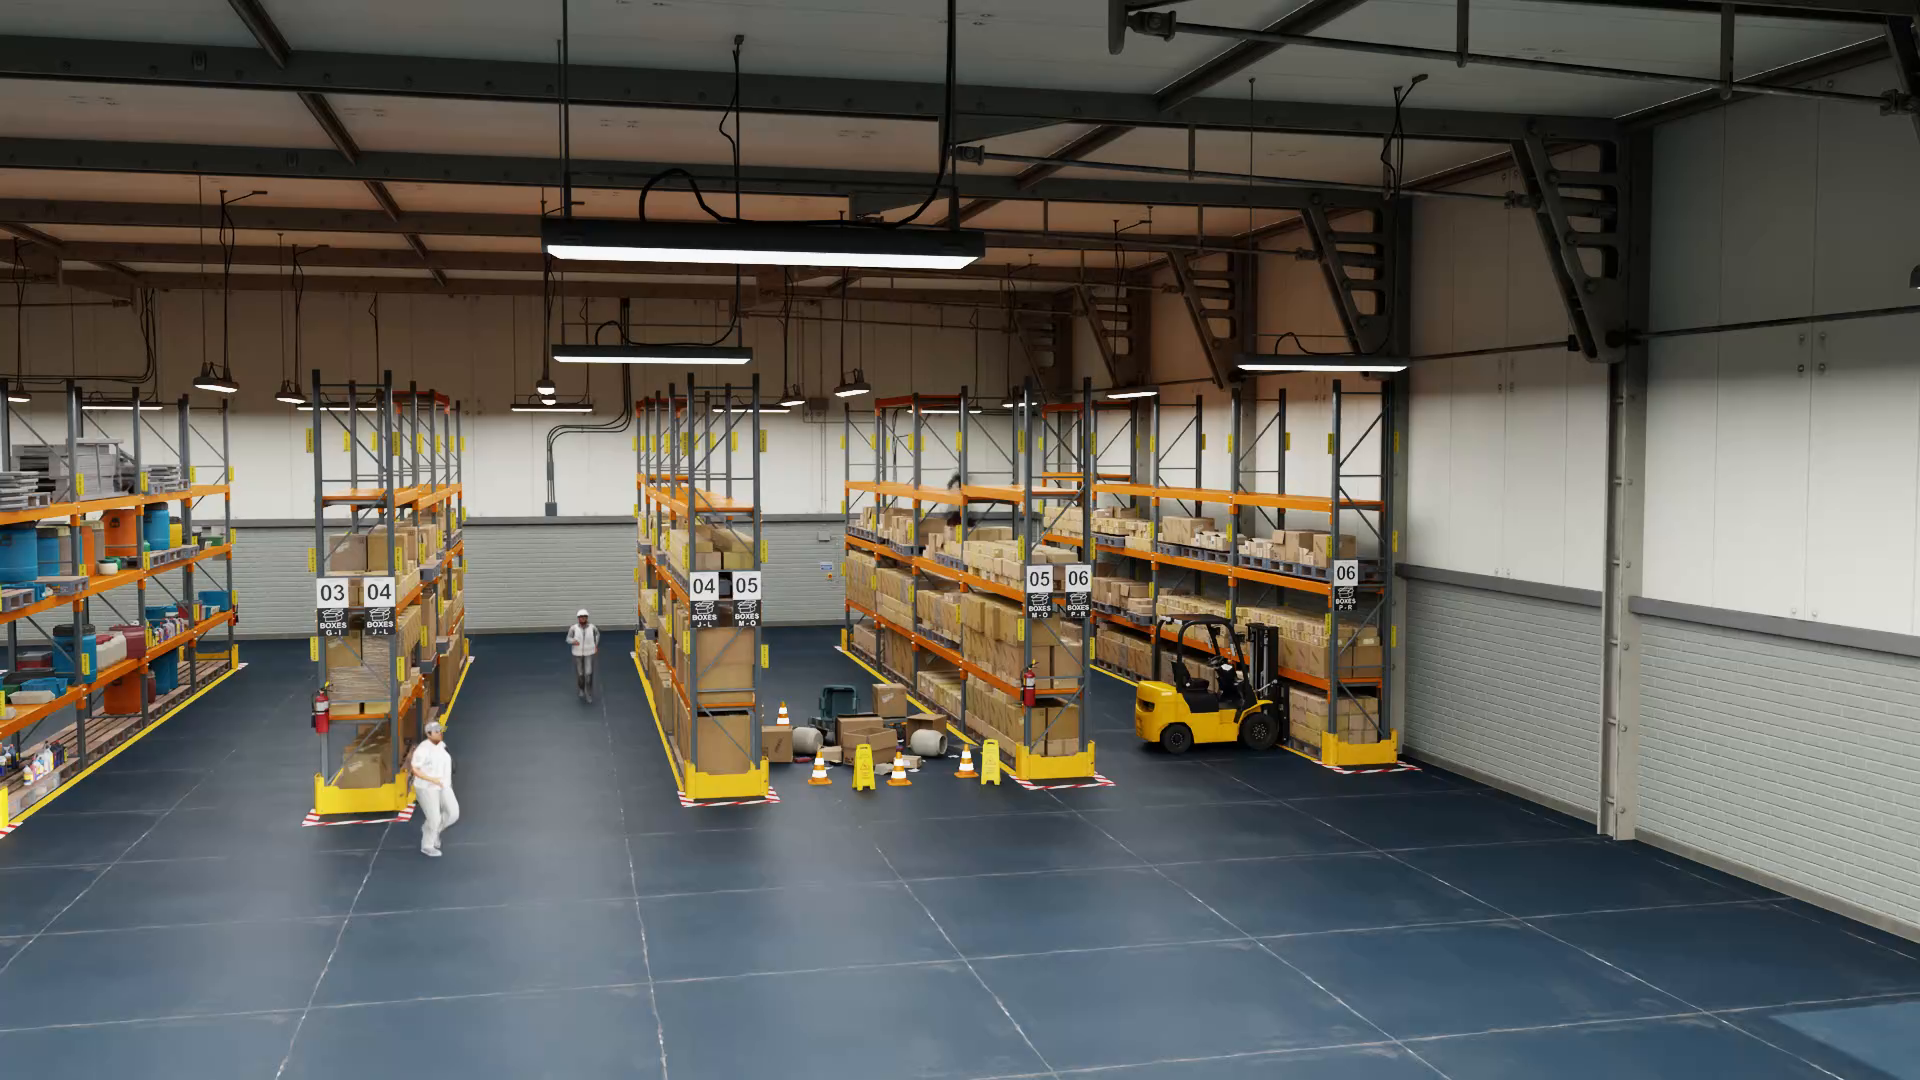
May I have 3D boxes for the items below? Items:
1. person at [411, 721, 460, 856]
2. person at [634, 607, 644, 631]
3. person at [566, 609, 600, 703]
[{"bbox_3d":[-6.386,3.020,20.228,0.540,1.633,0.622,2,4,27],"label":"person"},{"bbox_3d":[-7.474,1.879,40.075,0.748,1.648,0.604,-1,3,-13],"label":"person"},{"bbox_3d":[-7.343,2.261,32.385,0.643,1.836,0.777,-1,3,-10],"label":"person"}]
